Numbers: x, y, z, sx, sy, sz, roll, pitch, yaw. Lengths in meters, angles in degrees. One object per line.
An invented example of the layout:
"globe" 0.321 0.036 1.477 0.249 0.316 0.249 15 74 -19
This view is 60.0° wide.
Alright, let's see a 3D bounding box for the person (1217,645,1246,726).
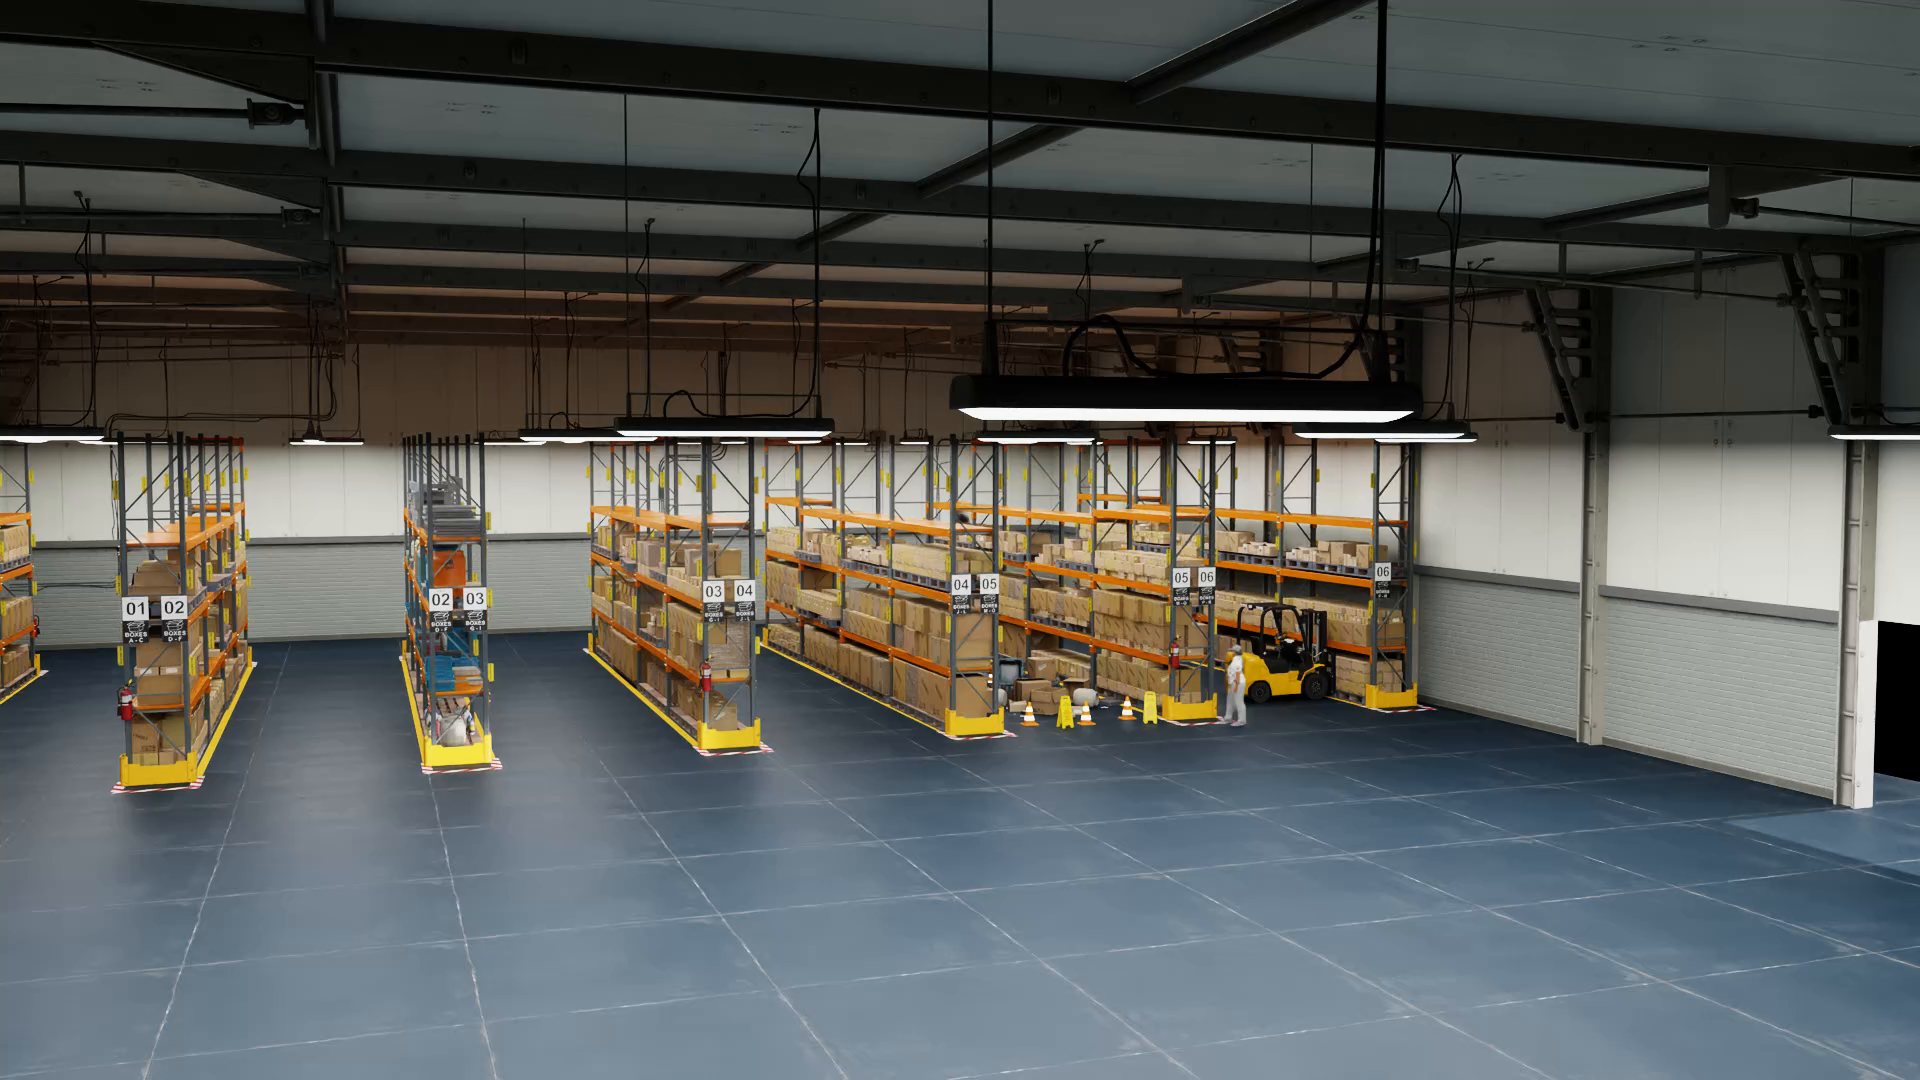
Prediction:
"person" 5.621 2.995 34.298 0.527 1.676 0.538 0 3 -3
